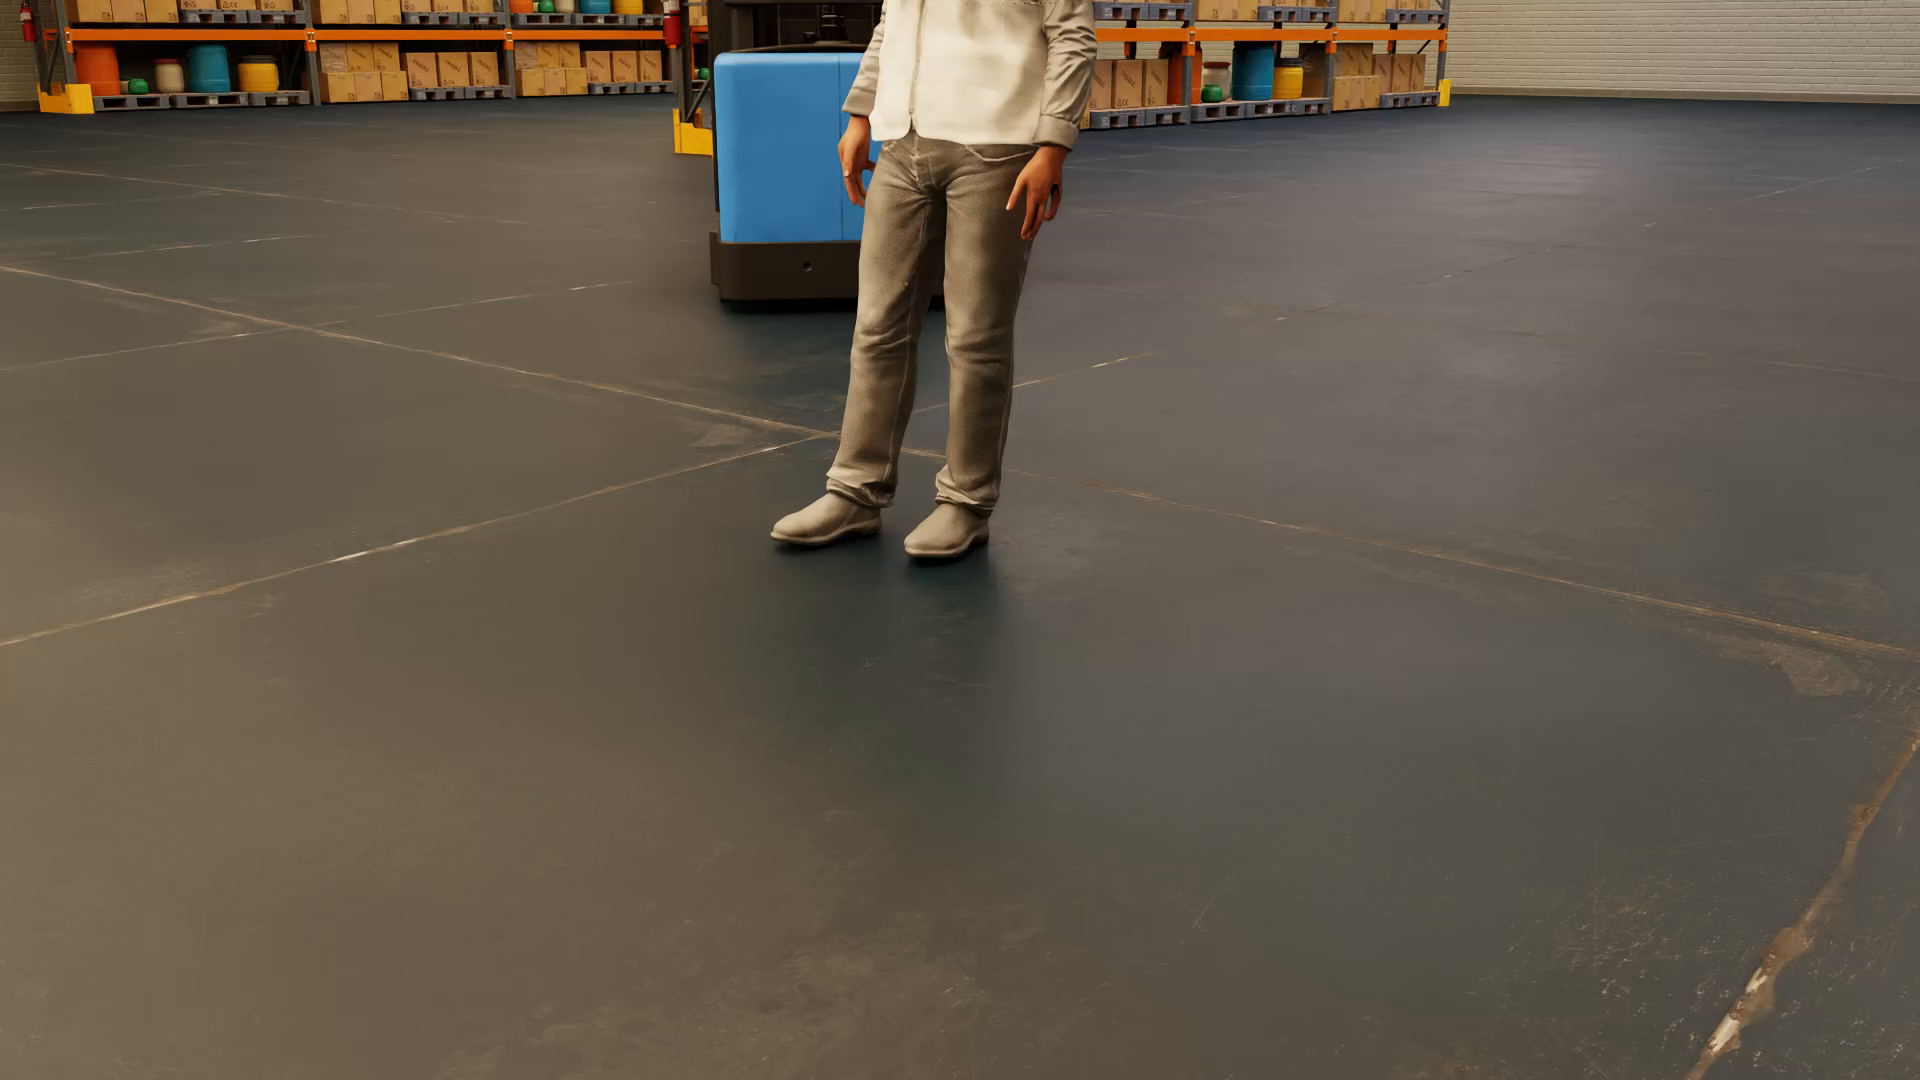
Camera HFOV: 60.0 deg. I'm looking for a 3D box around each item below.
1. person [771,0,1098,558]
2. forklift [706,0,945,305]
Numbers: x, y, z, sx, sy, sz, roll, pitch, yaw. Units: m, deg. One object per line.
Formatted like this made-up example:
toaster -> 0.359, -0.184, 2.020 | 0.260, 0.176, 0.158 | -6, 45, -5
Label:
person -> -0.046, -0.843, 3.640 | 0.633, 1.775, 0.566 | 13, 21, 37
forklift -> -0.697, -2.801, 8.124 | 1.130, 2.935, 3.031 | -2, 17, -7
